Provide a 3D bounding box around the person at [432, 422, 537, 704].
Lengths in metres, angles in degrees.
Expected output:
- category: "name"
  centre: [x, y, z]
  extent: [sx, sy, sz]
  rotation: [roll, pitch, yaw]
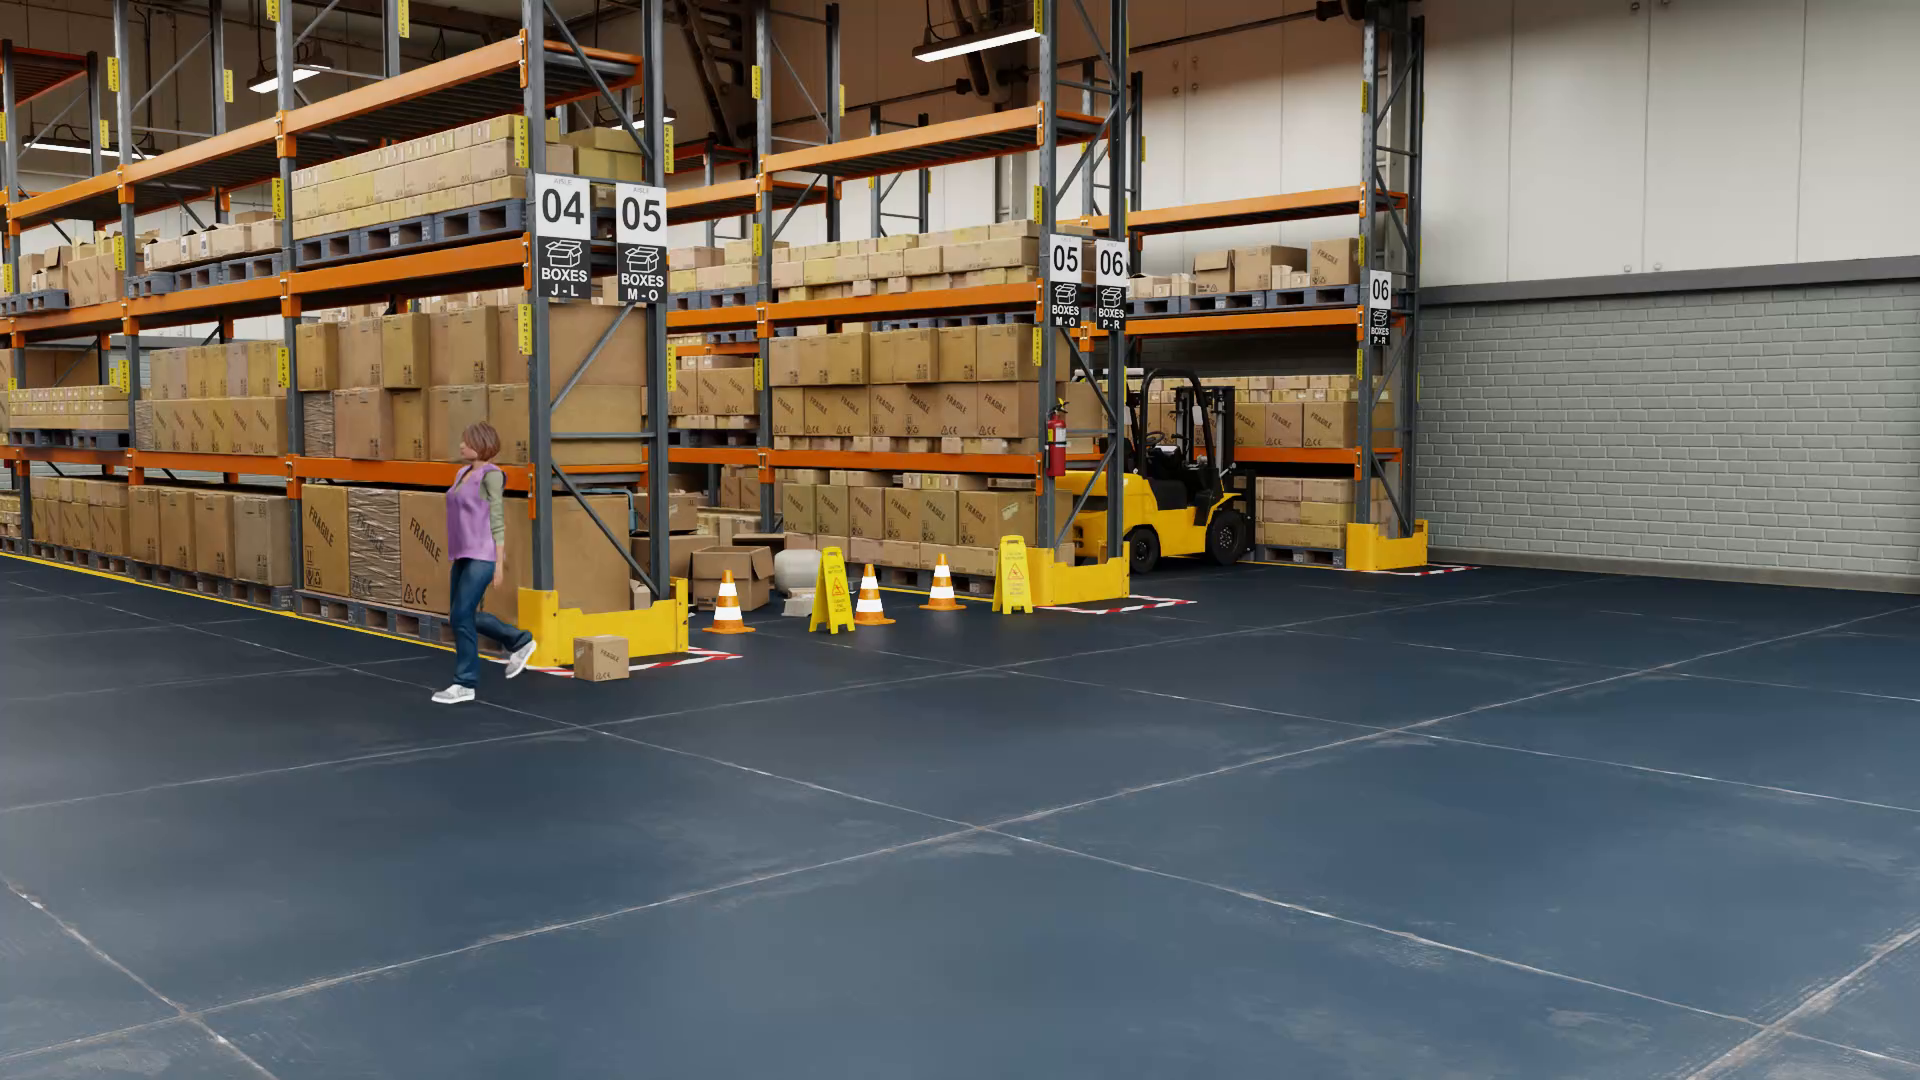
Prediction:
- category: "person"
  centre: [-2.723, 0.117, 9.501]
  extent: [0.719, 1.566, 0.416]
  rotation: [-4, 6, -42]
